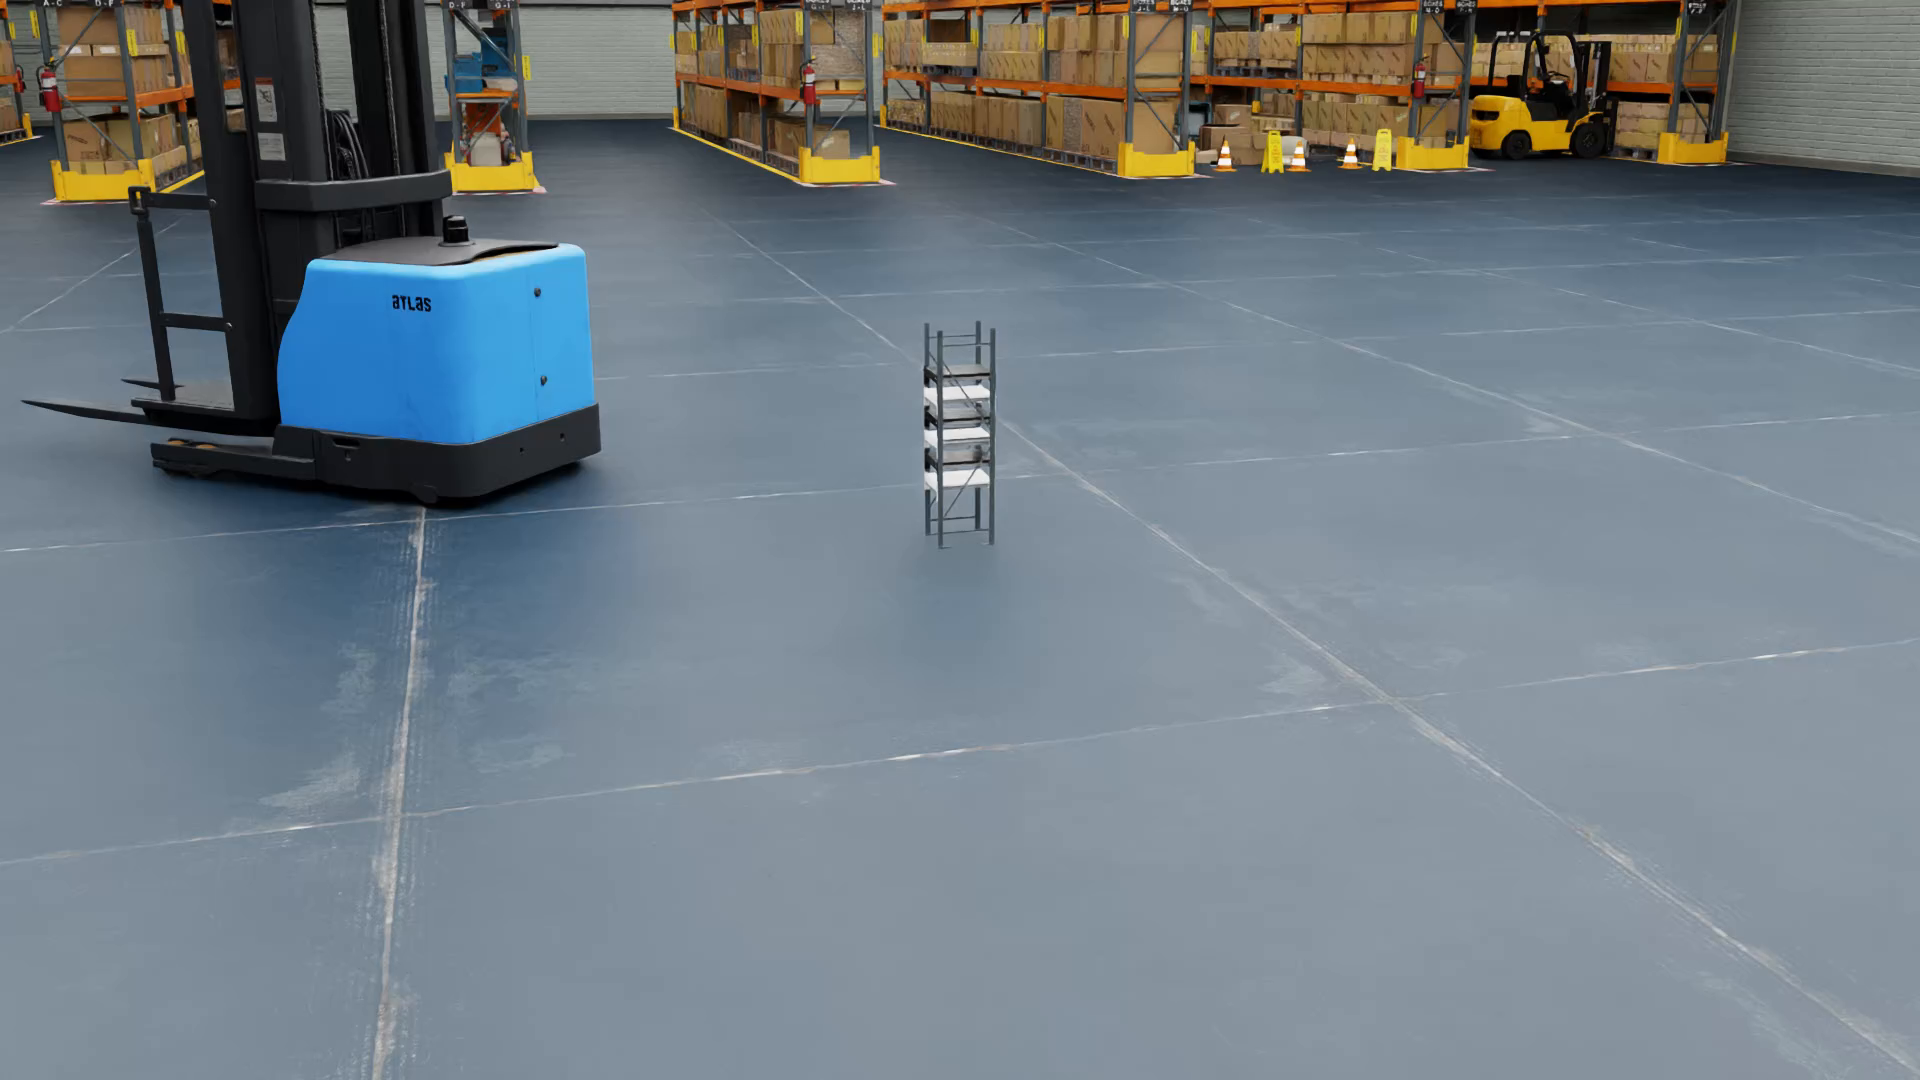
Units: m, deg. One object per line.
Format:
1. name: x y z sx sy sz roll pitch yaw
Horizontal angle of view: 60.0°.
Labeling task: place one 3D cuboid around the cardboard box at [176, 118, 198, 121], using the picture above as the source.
1. cardboard box: -12.688 -6.782 27.392 0.500 0.311 0.500 -4 17 -14

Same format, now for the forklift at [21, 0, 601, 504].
1. forklift: -3.324 -1.824 7.928 3.031 2.935 1.130 7 18 23

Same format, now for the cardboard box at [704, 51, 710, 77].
1. cardboard box: -4.900 -9.689 33.820 0.500 0.500 0.500 -5 17 -17

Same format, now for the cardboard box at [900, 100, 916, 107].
1. cardboard box: -1.195 -10.199 38.883 0.380 0.149 0.250 -4 17 -13

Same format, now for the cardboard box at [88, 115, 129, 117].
1. cardboard box: -12.288 -5.884 24.073 0.500 0.500 0.500 -5 17 -15

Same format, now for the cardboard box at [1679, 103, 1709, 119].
1. cardboard box: 12.585 -7.434 28.799 0.500 0.250 0.500 -5 17 -16

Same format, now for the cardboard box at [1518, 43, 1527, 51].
1. cardboard box: 11.040 -9.535 32.180 0.380 0.149 0.250 -5 17 -16

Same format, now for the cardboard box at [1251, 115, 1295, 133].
1. cardboard box: 6.124 -8.114 32.589 0.950 0.372 0.625 -4 17 -13

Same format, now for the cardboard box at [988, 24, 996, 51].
1. cardboard box: 0.947 -9.725 32.202 0.700 0.500 0.500 -5 17 -16

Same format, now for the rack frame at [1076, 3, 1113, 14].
1. rack frame: 3.367 -11.955 41.539 1.000 3.000 0.127 -5 17 -15

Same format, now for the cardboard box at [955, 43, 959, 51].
1. cardboard box: 0.119 -9.930 33.470 0.380 0.149 0.250 -4 17 -14

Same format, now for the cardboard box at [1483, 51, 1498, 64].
1. cardboard box: 10.772 -9.596 33.077 0.500 0.250 0.500 -4 17 -14

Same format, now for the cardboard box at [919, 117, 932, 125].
1. cardboard box: -0.701 -9.347 37.081 0.380 0.149 0.250 -4 17 -15

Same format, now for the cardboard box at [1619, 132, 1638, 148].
1. cardboard box: 11.975 -7.051 29.260 0.500 0.250 0.500 -5 17 -15

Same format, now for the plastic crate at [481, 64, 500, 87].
1. plastic crate: -7.605 -7.277 26.070 0.767 0.338 0.504 -5 17 -15

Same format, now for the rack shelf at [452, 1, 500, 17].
1. rack shelf: -9.275 -10.213 31.774 1.077 0.370 4.000 -5 17 -15

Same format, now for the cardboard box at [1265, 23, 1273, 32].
1. cardboard box: 6.021 -9.712 31.521 0.380 0.149 0.250 -5 18 -18

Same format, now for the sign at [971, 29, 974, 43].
1. sign: 0.267 -11.029 36.442 0.100 0.325 0.005 -5 17 -15

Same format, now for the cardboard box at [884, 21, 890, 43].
1. cardboard box: -1.497 -12.060 39.459 0.500 0.500 0.500 -5 17 -16

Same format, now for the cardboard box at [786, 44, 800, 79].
1. cardboard box: -2.142 -7.220 25.082 0.875 0.500 0.500 -5 17 -15

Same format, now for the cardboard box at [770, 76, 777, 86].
1. cardboard box: -2.836 -7.371 26.714 0.380 0.149 0.250 -5 17 -15

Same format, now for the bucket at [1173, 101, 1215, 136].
1. bucket: 4.187 -7.522 29.826 0.726 0.611 0.620 1 7 4

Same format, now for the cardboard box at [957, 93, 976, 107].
1. cardboard box: 0.244 -8.994 33.990 0.500 0.250 0.500 -4 17 -14

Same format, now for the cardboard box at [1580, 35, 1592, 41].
1. cardboard box: 11.545 -9.135 30.331 0.380 0.149 0.250 -5 17 -16

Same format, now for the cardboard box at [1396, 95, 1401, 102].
1. cardboard box: 9.823 -9.717 36.573 0.380 0.149 0.250 -5 18 -17

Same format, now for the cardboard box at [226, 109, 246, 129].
1. cardboard box: -14.049 -8.046 32.103 0.500 0.500 0.500 -5 17 -15

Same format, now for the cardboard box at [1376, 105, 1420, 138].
1. cardboard box: 7.293 -6.974 27.702 0.500 0.500 0.500 -5 17 -15

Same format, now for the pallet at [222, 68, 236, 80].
1. pallet: -14.028 -8.623 30.777 1.003 0.211 1.213 -5 17 -15

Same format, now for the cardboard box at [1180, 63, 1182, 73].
1. cardboard box: 4.898 -10.071 35.525 0.500 0.250 0.500 -5 17 -16

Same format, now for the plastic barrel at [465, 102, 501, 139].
1. plastic barrel: -8.876 -7.863 30.958 0.600 0.830 0.708 -5 17 -15

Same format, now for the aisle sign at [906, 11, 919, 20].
1. aisle sign: -1.097 -12.825 39.915 0.394 0.787 0.004 -5 17 -15

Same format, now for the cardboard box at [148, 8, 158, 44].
1. cardboard box: -12.122 -7.478 24.203 0.700 0.500 0.500 -5 17 -15

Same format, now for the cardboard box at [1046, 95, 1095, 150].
1. cardboard box: 2.038 -7.221 28.740 0.875 0.875 0.875 -4 17 -14

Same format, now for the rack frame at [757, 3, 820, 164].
1. rack frame: -2.864 -7.853 27.880 1.000 3.000 0.127 -5 17 -15

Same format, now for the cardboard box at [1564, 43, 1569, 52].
1. cardboard box: 11.442 -9.138 30.857 0.380 0.149 0.250 -5 17 -15

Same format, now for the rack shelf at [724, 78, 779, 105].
1. rack shelf: -3.414 -8.061 29.825 1.077 0.370 4.000 -5 17 -15

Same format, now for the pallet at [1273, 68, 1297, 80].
1. pallet: 6.594 -8.767 31.258 1.003 0.211 1.213 -5 17 -15

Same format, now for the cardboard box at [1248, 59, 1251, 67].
1. cardboard box: 5.864 -9.345 32.556 0.380 0.149 0.250 -4 17 -13

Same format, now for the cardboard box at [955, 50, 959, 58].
1. cardboard box: 0.110 -9.793 33.531 0.380 0.149 0.250 -4 17 -14

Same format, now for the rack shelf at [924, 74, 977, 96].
1. rack shelf: 0.284 -9.532 34.721 1.077 0.370 4.000 -5 17 -15

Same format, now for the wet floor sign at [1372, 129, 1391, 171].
1. wet floor sign: 6.787 -6.265 26.687 0.267 0.644 0.232 1 17 4

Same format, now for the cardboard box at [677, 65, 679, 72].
1. cardboard box: -6.310 -10.857 38.317 0.380 0.149 0.250 -5 17 -16

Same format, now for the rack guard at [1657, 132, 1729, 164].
1. rack guard: 12.542 -6.719 28.452 1.175 0.500 0.348 -5 17 -15

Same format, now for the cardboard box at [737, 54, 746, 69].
1. cardboard box: -3.724 -8.607 29.921 0.500 0.250 0.500 -5 17 -17

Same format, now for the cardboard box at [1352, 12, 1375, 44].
1. cardboard box: 7.043 -8.597 27.928 0.700 0.500 0.500 -5 17 -16

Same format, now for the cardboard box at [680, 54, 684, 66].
1. cardboard box: -6.006 -10.806 37.456 0.500 0.250 0.500 -5 18 -17

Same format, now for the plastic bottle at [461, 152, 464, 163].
1. plastic bottle: -7.453 -5.699 24.808 0.097 0.201 0.097 0 17 0

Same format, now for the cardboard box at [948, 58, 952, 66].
1. cardboard box: -0.022 -9.788 34.029 0.380 0.149 0.250 -5 18 -18

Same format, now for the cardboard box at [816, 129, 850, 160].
1. cardboard box: -1.920 -5.924 25.075 0.500 0.500 0.500 -1 17 -5

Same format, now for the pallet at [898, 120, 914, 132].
1. pallet: -0.823 -9.615 38.595 1.003 0.211 1.213 -5 17 -15

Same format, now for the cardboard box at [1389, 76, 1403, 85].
1. cardboard box: 7.279 -7.557 27.333 0.380 0.149 0.250 -5 17 -16

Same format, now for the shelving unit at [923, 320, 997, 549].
1. shelving unit: -0.002 -0.433 6.830 0.258 0.900 0.210 -5 17 -15

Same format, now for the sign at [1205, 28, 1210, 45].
1. sign: 5.032 -10.252 33.856 0.100 0.325 0.005 -5 17 -15

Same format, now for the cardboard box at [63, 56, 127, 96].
1. cardboard box: -11.407 -6.142 22.012 0.700 0.500 0.500 -5 17 -15

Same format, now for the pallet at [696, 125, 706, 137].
1. pallet: -5.196 -8.947 36.369 1.003 0.211 1.213 -5 17 -15
